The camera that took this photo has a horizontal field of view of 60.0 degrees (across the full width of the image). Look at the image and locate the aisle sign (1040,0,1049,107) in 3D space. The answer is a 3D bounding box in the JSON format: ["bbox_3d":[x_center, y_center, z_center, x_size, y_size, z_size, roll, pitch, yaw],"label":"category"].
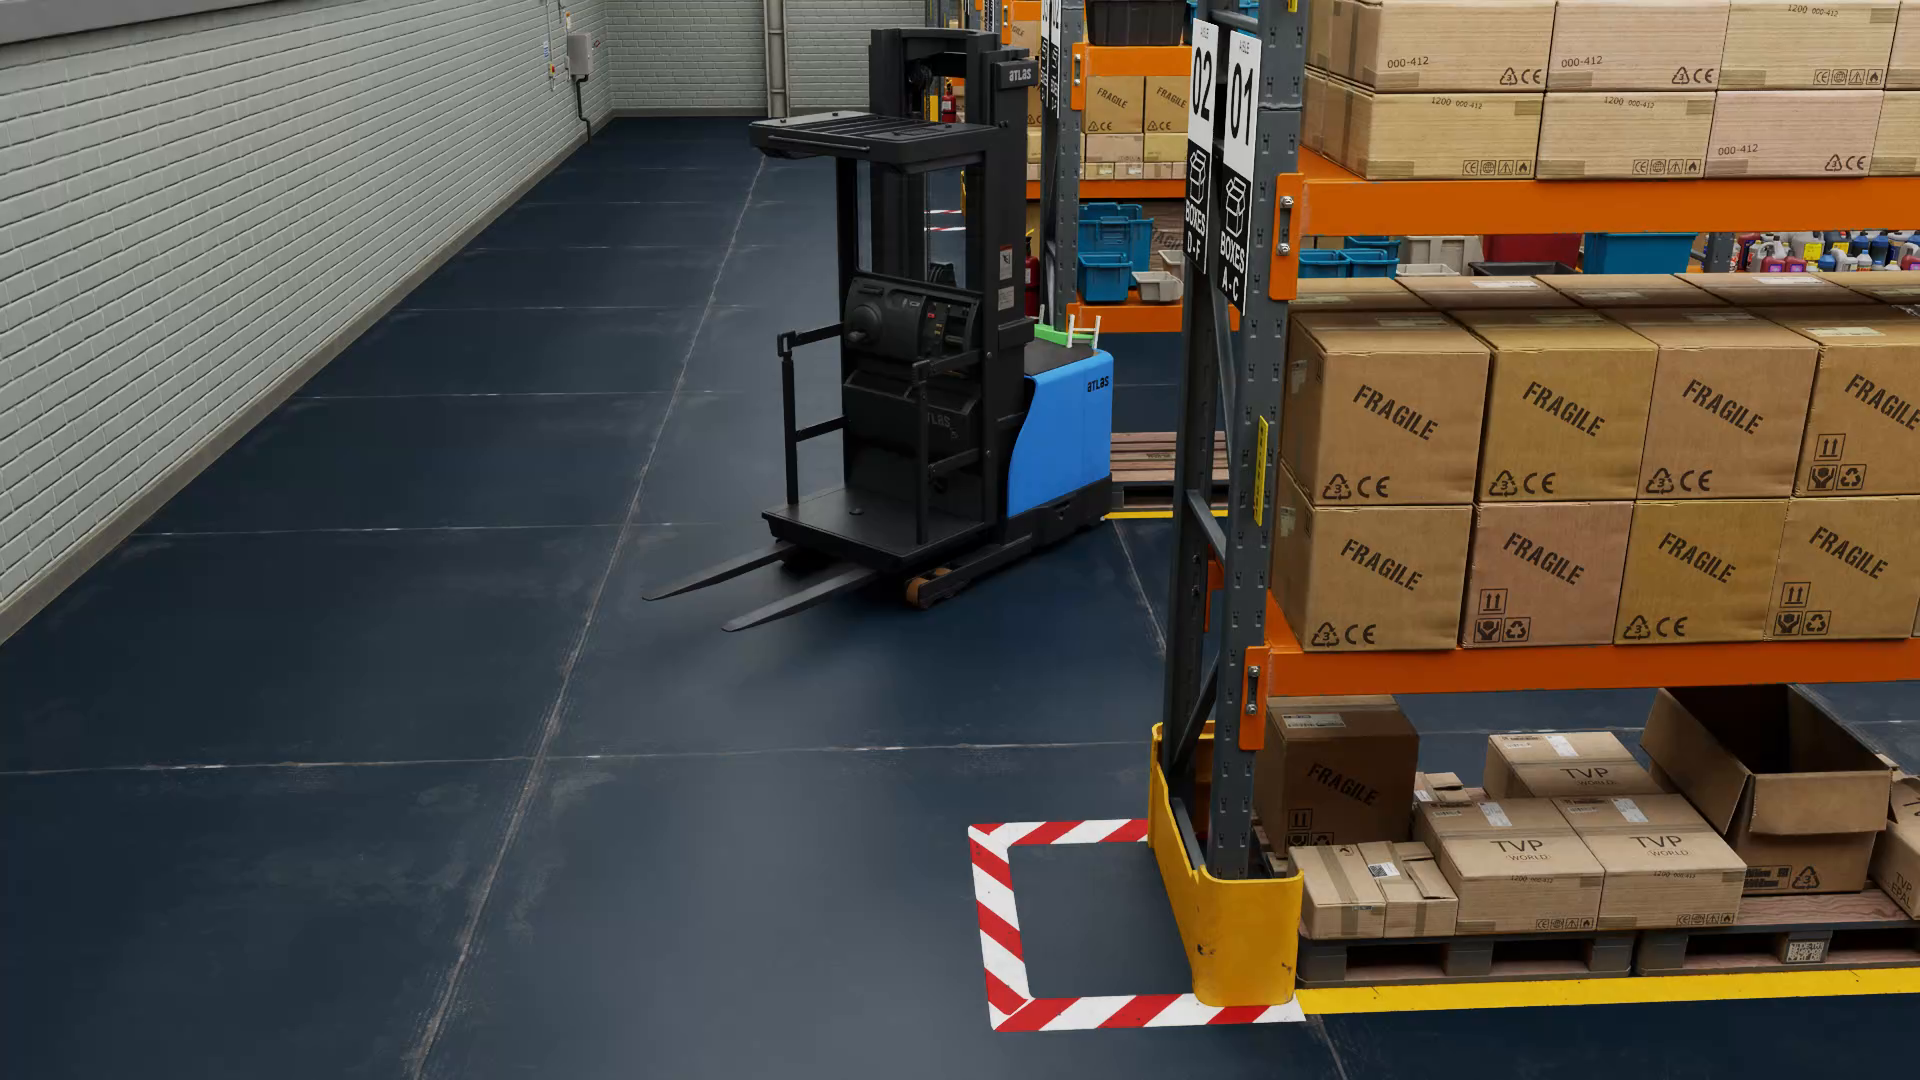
[{"bbox_3d":[0.519,-3.076,10.175,0.004,0.787,0.394,-1,21,-3],"label":"aisle sign"}]

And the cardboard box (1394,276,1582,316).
[{"bbox_3d":[1.820,-0.630,5.859,0.500,0.500,0.500,-1,21,-2],"label":"cardboard box"}]

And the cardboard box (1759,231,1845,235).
[{"bbox_3d":[7.622,-2.877,15.702,0.875,0.875,1.225,-2,21,-6],"label":"cardboard box"}]

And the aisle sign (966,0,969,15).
[{"bbox_3d":[0.087,-6.389,18.876,0.004,0.787,0.394,-1,21,-3],"label":"aisle sign"}]

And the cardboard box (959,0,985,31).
[{"bbox_3d":[0.255,-7.461,23.800,0.500,0.500,0.500,-2,21,-4],"label":"cardboard box"}]

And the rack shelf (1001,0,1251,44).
[{"bbox_3d":[2.322,-4.624,14.690,4.000,0.370,1.077,-1,21,-3],"label":"rack shelf"}]

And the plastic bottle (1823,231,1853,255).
[{"bbox_3d":[5.693,-1.904,10.820,0.185,0.351,0.144,-1,21,-3],"label":"plastic bottle"}]

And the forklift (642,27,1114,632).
[{"bbox_3d":[-0.407,-1.199,8.995,1.130,2.935,3.031,17,27,37],"label":"forklift"}]

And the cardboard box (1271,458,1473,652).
[{"bbox_3d":[1.345,0.039,5.506,0.500,0.500,0.500,-1,21,-2],"label":"cardboard box"}]

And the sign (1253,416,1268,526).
[{"bbox_3d":[0.918,-0.211,5.086,0.005,0.325,0.100,-1,21,-3],"label":"sign"}]

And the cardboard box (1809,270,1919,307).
[{"bbox_3d":[3.366,-0.664,5.946,0.500,0.500,0.500,-2,21,-5],"label":"cardboard box"}]

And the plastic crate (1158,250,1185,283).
[{"bbox_3d":[1.412,-1.744,10.617,0.243,0.136,0.396,-1,21,-3],"label":"plastic crate"}]

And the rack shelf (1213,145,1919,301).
[{"bbox_3d":[2.884,-1.105,5.447,4.000,0.370,1.077,-1,21,-3],"label":"rack shelf"}]

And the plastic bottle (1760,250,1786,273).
[{"bbox_3d":[4.992,-1.641,10.224,0.133,0.283,0.061,-1,21,-3],"label":"plastic bottle"}]

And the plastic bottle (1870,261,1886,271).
[{"bbox_3d":[5.665,-1.623,10.291,0.097,0.201,0.097,0,21,0],"label":"plastic bottle"}]

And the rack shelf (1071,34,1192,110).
[{"bbox_3d":[2.605,-2.865,10.069,4.000,0.370,1.077,-1,21,-3],"label":"rack shelf"}]

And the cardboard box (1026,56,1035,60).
[{"bbox_3d":[0.607,-5.379,19.318,0.500,0.500,0.500,0,21,0],"label":"cardboard box"}]

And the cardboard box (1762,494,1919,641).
[{"bbox_3d":[2.860,0.008,5.588,0.500,0.500,0.500,-1,21,-2],"label":"cardboard box"}]

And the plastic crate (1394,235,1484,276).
[{"bbox_3d":[3.066,-1.847,10.682,0.530,0.282,0.437,-1,21,-3],"label":"plastic crate"}]

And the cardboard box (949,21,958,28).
[{"bbox_3d":[-0.059,-8.784,28.613,0.500,0.250,0.500,-1,21,-3],"label":"cardboard box"}]

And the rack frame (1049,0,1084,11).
[{"bbox_3d":[0.608,-4.562,9.301,0.127,3.000,1.000,-1,21,-3],"label":"rack frame"}]

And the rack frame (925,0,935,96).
[{"bbox_3d":[-0.528,-8.802,28.867,0.127,3.000,1.000,-1,21,-3],"label":"rack frame"}]

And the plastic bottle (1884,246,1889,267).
[{"bbox_3d":[6.093,-1.903,11.025,0.097,0.201,0.097,0,21,0],"label":"plastic bottle"}]

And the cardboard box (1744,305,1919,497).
[{"bbox_3d":[2.873,-0.461,5.413,0.500,0.500,0.500,-1,21,-4],"label":"cardboard box"}]

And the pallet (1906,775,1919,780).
[{"bbox_3d":[4.195,1.237,6.420,1.213,0.211,1.003,-1,21,-3],"label":"pallet"}]

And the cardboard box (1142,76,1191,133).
[{"bbox_3d":[1.836,-3.874,14.663,0.500,0.500,0.500,-2,21,-5],"label":"cardboard box"}]

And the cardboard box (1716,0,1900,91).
[{"bbox_3d":[2.413,-1.503,4.988,0.500,0.250,0.500,-1,21,-3],"label":"cardboard box"}]

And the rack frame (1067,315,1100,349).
[{"bbox_3d":[0.686,-0.759,10.063,0.240,1.200,0.015,-5,17,-41],"label":"rack frame"}]

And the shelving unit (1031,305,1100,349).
[{"bbox_3d":[0.527,-0.817,10.239,0.258,1.200,0.503,-5,17,-41],"label":"shelving unit"}]

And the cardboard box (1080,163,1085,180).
[{"bbox_3d":[0.954,-3.297,14.760,0.250,0.149,0.380,-1,21,-4],"label":"cardboard box"}]

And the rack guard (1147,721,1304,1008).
[{"bbox_3d":[0.963,1.168,6.195,0.348,0.500,1.175,-1,21,-3],"label":"rack guard"}]

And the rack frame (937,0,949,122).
[{"bbox_3d":[-0.241,-7.039,24.236,0.127,3.000,1.000,-1,21,-3],"label":"rack frame"}]

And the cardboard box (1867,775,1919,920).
[{"bbox_3d":[3.579,1.098,6.025,0.500,0.311,0.500,-1,21,-3],"label":"cardboard box"}]

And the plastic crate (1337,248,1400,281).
[{"bbox_3d":[2.487,-1.629,10.180,0.300,0.233,0.416,-1,21,-3],"label":"plastic crate"}]

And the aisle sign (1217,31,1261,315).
[{"bbox_3d":[0.836,-1.108,5.006,0.004,0.787,0.394,-1,21,-3],"label":"aisle sign"}]

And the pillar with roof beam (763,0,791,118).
[{"bbox_3d":[-3.025,-10.342,24.480,0.400,9.000,9.100,-1,21,-3],"label":"pillar with roof beam"}]

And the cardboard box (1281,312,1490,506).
[{"bbox_3d":[1.345,-0.428,5.328,0.500,0.500,0.500,-1,21,-1],"label":"cardboard box"}]

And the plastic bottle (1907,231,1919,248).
[{"bbox_3d":[6.236,-1.884,10.878,0.097,0.271,0.097,0,21,0],"label":"plastic bottle"}]

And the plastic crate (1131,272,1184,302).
[{"bbox_3d":[1.198,-1.529,10.050,0.298,0.136,0.250,-1,21,-3],"label":"plastic crate"}]

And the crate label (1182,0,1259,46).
[{"bbox_3d":[1.547,-2.995,9.609,0.502,0.251,0.408,-1,21,-3],"label":"crate label"}]

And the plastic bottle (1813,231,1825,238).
[{"bbox_3d":[5.685,-1.956,10.955,0.185,0.351,0.144,-1,21,-3],"label":"plastic bottle"}]

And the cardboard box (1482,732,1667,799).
[{"bbox_3d":[2.366,0.973,6.439,0.500,0.250,0.500,-1,21,-3],"label":"cardboard box"}]

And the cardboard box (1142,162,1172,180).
[{"bbox_3d":[1.724,-3.312,14.802,0.250,0.149,0.380,-2,21,-4],"label":"cardboard box"}]

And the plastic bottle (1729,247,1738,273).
[{"bbox_3d":[5.002,-1.826,10.824,0.097,0.201,0.097,0,21,0],"label":"plastic bottle"}]

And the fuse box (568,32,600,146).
[{"bbox_3d":[-5.843,-7.063,26.110,0.414,1.711,0.539,-1,21,-3],"label":"fuse box"}]

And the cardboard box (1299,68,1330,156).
[{"bbox_3d":[1.385,-1.435,5.513,0.500,0.250,0.500,-1,21,-3],"label":"cardboard box"}]

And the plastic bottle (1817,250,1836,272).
[{"bbox_3d":[5.336,-1.649,10.261,0.097,0.271,0.097,0,21,0],"label":"plastic bottle"}]

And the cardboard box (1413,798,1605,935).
[{"bbox_3d":[1.945,1.160,5.948,0.500,0.250,0.500,-1,21,-3],"label":"cardboard box"}]

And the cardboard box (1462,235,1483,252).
[{"bbox_3d":[4.956,-2.823,15.559,0.875,0.875,1.225,-1,21,-3],"label":"cardboard box"}]

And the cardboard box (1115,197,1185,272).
[{"bbox_3d":[1.868,-2.781,15.450,0.875,0.875,0.875,-1,21,-3],"label":"cardboard box"}]

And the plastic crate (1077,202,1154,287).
[{"bbox_3d":[0.931,-1.877,10.543,0.499,0.435,0.616,-1,21,-3],"label":"plastic crate"}]

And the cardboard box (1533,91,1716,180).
[{"bbox_3d":[1.914,-1.257,5.044,0.500,0.250,0.500,-1,21,-3],"label":"cardboard box"}]

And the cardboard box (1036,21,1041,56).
[{"bbox_3d":[1.110,-5.863,19.183,0.500,0.500,0.500,-1,21,-1],"label":"cardboard box"}]

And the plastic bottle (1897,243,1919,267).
[{"bbox_3d":[6.001,-1.729,10.464,0.135,0.276,0.152,-1,21,-3],"label":"plastic bottle"}]

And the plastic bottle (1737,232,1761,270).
[{"bbox_3d":[5.205,-1.929,10.980,0.133,0.283,0.061,-1,21,-3],"label":"plastic bottle"}]

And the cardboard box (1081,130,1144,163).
[{"bbox_3d":[1.338,-3.514,14.771,0.500,0.250,0.500,-1,21,-4],"label":"cardboard box"}]

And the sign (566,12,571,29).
[{"bbox_3d":[-6.047,-8.027,25.671,0.001,0.242,0.339,-1,21,-3],"label":"sign"}]
